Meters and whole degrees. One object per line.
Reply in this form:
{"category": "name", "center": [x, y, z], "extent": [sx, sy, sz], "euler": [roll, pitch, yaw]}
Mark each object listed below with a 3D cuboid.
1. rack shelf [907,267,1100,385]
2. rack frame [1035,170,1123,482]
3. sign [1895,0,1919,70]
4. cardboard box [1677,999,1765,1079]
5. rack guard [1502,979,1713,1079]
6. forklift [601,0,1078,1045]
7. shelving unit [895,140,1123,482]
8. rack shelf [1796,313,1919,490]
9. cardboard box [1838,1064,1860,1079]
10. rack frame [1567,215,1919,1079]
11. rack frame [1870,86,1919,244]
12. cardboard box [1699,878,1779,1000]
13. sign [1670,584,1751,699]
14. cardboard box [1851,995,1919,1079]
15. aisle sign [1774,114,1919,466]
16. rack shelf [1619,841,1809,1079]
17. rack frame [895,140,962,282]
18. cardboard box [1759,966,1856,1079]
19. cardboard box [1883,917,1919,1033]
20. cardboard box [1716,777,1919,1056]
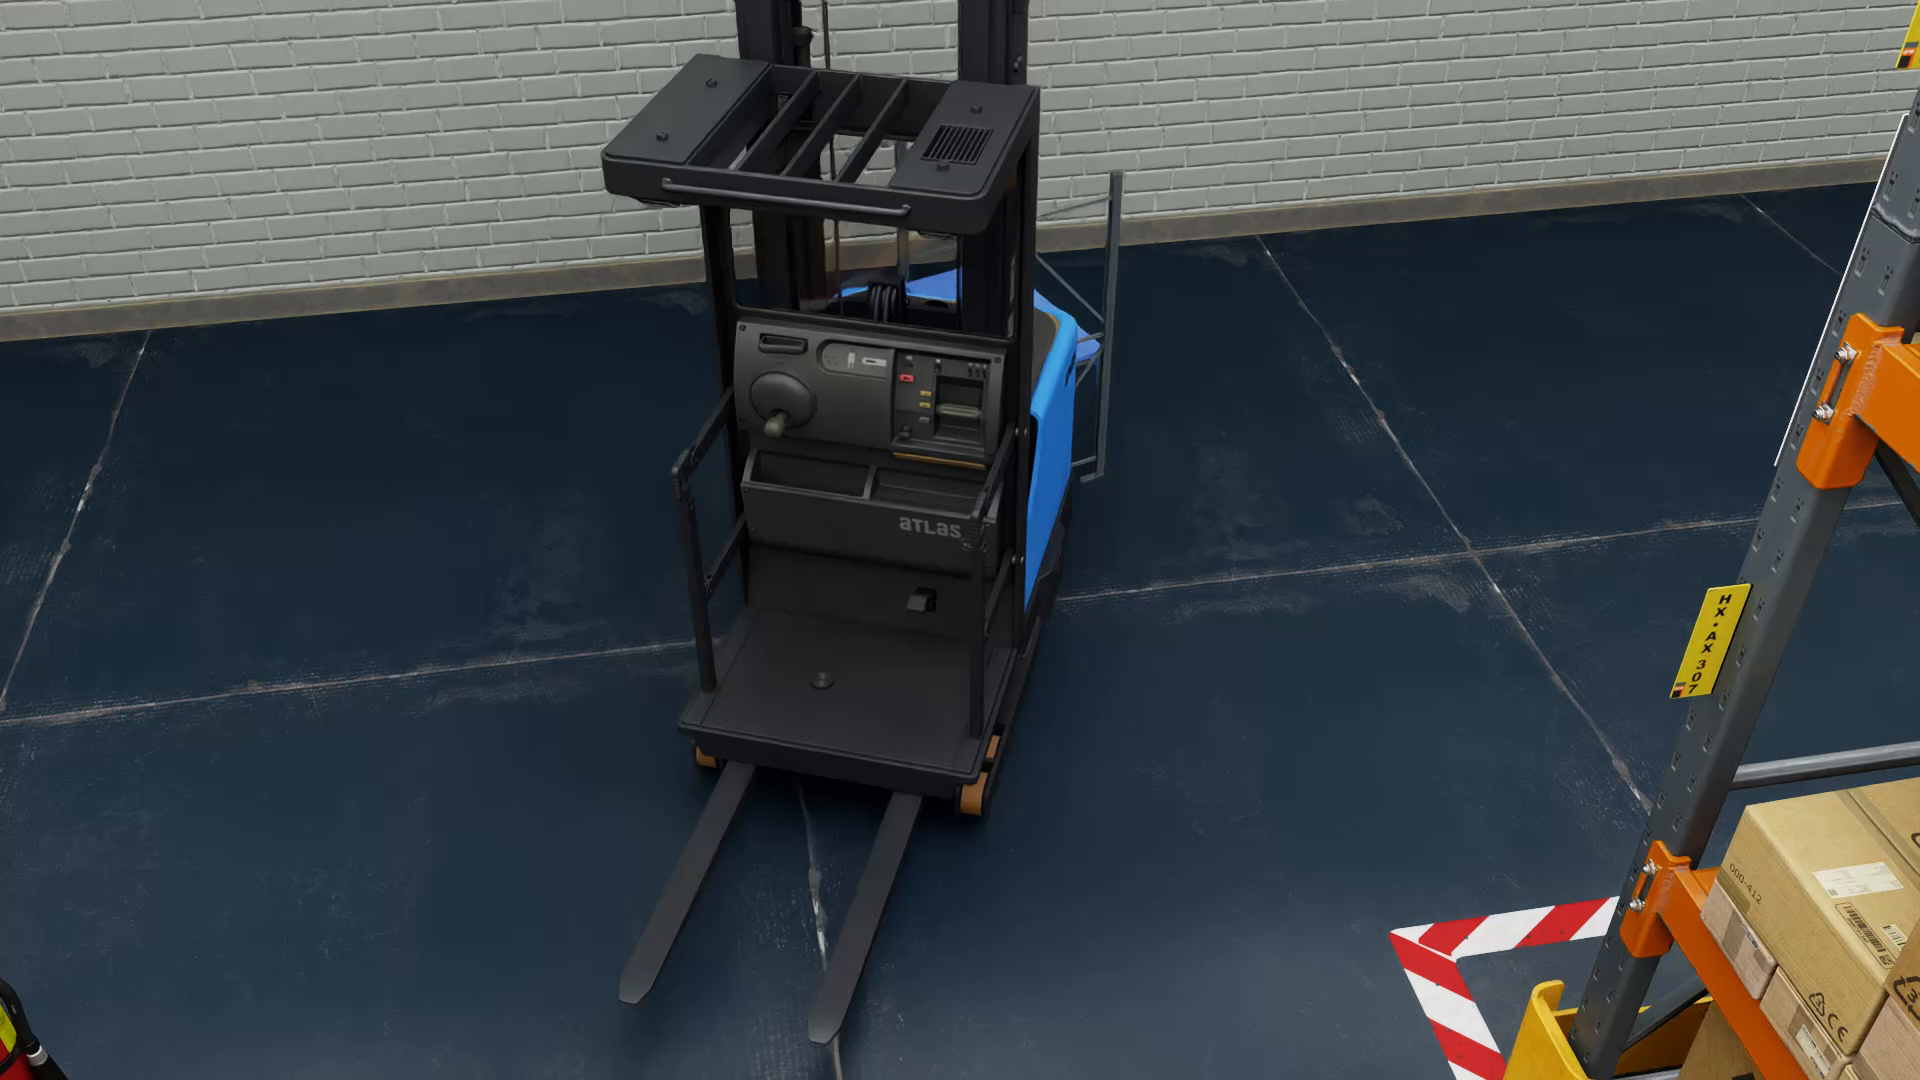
{"category": "rack shelf", "center": [0.186, -0.953, 7.547], "extent": [0.538, 0.185, 1.000], "euler": [-19, 42, -23]}
{"category": "rack frame", "center": [0.435, -0.823, 7.087], "extent": [0.500, 1.500, 0.032], "euler": [-19, 42, -23]}
{"category": "sign", "center": [1.685, -0.957, 2.815], "extent": [0.100, 0.325, 0.005], "euler": [-6, 38, -8]}
{"category": "cardboard box", "center": [2.423, 1.599, 4.137], "extent": [0.875, 0.875, 0.875], "euler": [-6, 38, -8]}
{"category": "rack guard", "center": [2.228, 1.520, 4.886], "extent": [1.175, 0.500, 0.348], "euler": [-6, 38, -8]}
{"category": "forklift", "center": [-0.360, -0.429, 5.413], "extent": [1.130, 2.935, 3.031], "euler": [9, 39, 11]}
{"category": "shelving unit", "center": [0.186, -1.095, 7.437], "extent": [0.538, 1.500, 1.048], "euler": [-19, 42, -23]}
{"category": "rack shelf", "center": [2.583, 0.855, 1.846], "extent": [1.077, 0.370, 4.000], "euler": [-6, 38, -8]}
{"category": "cardboard box", "center": [2.061, 1.206, 3.457], "extent": [0.380, 0.149, 0.250], "euler": [-7, 38, -9]}
{"category": "rack frame", "center": [2.232, 0.548, 4.100], "extent": [1.000, 3.000, 0.127], "euler": [-6, 38, -8]}
{"category": "rack frame", "center": [2.232, -1.821, 2.260], "extent": [1.000, 3.000, 0.127], "euler": [-6, 38, -8]}
{"category": "cardboard box", "center": [1.970, 0.897, 3.855], "extent": [0.380, 0.149, 0.250], "euler": [-6, 38, -7]}
{"category": "sign", "center": [1.685, 0.231, 3.738], "extent": [0.100, 0.325, 0.005], "euler": [-6, 38, -8]}
{"category": "cardboard box", "center": [2.148, 1.122, 3.241], "extent": [0.500, 0.250, 0.500], "euler": [-7, 38, -9]}
{"category": "aisle sign", "center": [1.924, -0.490, 3.317], "extent": [0.394, 0.787, 0.004], "euler": [-6, 38, -8]}
{"category": "rack shelf", "center": [2.583, 2.040, 2.766], "extent": [1.077, 0.370, 4.000], "euler": [-6, 38, -8]}
{"category": "rack frame", "center": [-0.063, -1.367, 7.787], "extent": [0.500, 1.500, 0.032], "euler": [-19, 42, -23]}
{"category": "cardboard box", "center": [2.016, 1.052, 3.656], "extent": [0.380, 0.149, 0.250], "euler": [-7, 38, -9]}
{"category": "cardboard box", "center": [2.138, 0.814, 3.025], "extent": [0.500, 0.500, 0.500], "euler": [-7, 38, -9]}
{"category": "cardboard box", "center": [2.050, 0.808, 3.644], "extent": [0.500, 0.250, 0.500], "euler": [-7, 38, -9]}
